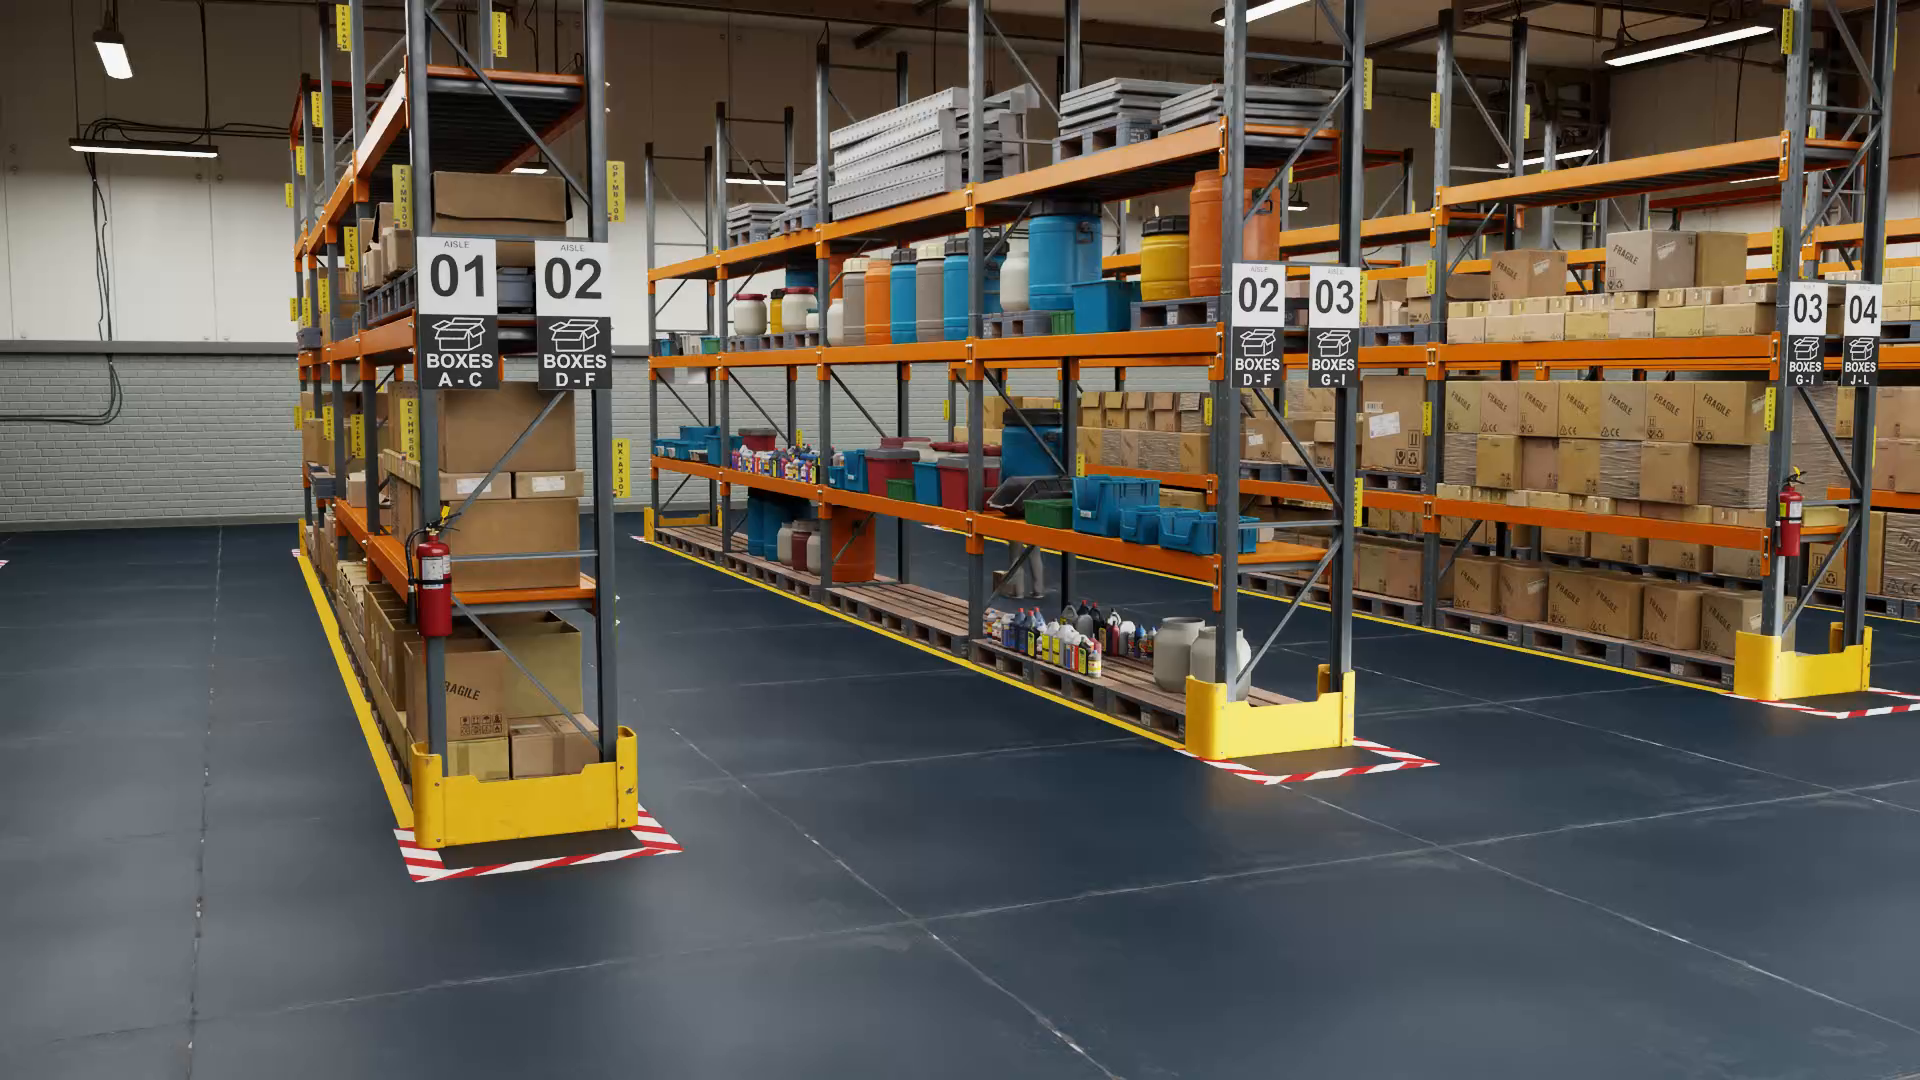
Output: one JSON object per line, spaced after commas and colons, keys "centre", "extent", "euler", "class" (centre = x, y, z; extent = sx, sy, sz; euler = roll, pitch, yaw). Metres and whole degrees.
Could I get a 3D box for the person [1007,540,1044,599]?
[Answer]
{"centre": [0.724, -0.171, 18.714], "extent": [0.437, 1.677, 0.340], "euler": [-2, 6, -22], "class": "person"}
